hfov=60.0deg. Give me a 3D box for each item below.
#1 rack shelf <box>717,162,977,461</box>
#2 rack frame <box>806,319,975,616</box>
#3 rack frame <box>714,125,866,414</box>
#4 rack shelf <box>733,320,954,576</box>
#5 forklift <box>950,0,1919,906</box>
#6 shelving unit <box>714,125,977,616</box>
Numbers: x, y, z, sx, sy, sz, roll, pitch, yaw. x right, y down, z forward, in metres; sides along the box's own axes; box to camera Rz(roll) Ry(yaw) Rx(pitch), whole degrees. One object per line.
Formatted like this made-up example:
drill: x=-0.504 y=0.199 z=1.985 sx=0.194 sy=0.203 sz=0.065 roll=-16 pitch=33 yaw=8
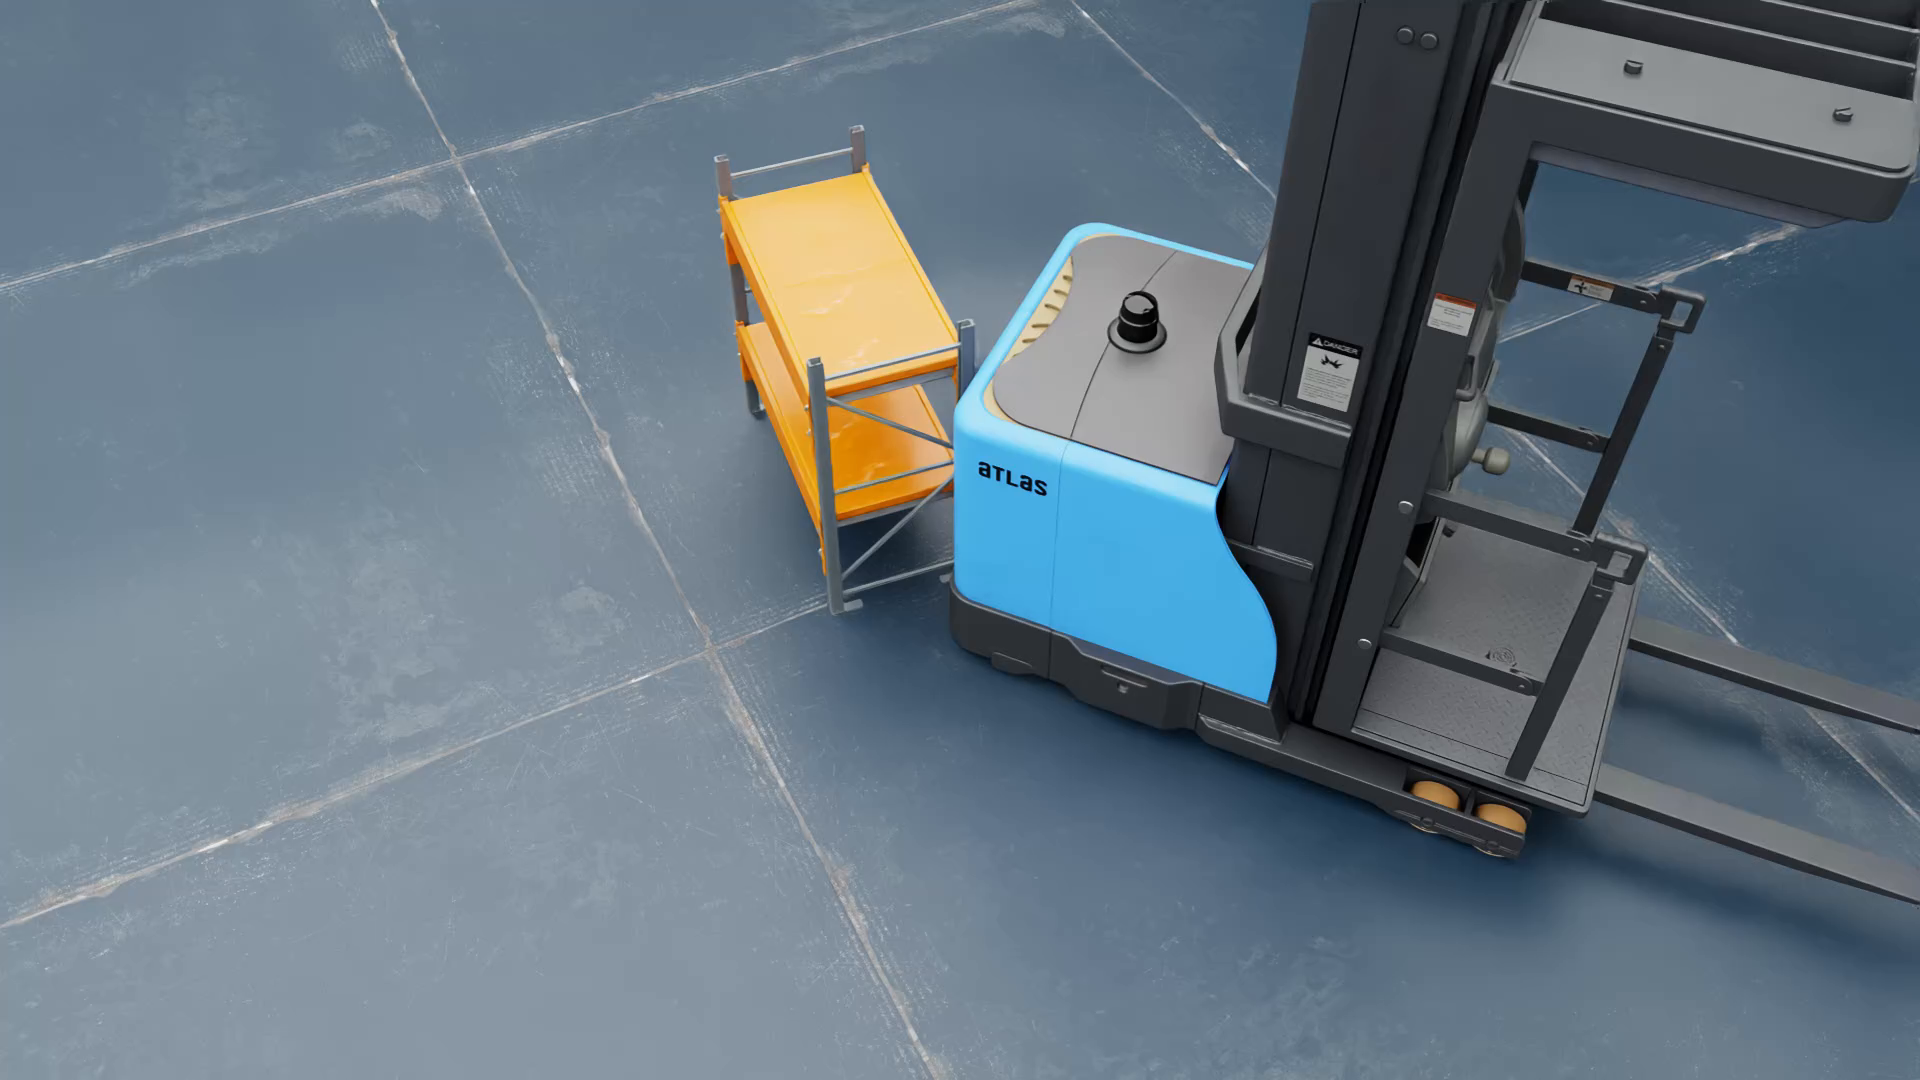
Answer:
rack shelf: x=-0.373 y=-0.747 z=5.267 sx=0.538 sy=0.278 sz=1.000 roll=-16 pitch=51 yaw=-13
rack frame: x=-0.196 y=-0.195 z=5.174 sx=0.500 sy=1.125 sz=0.032 roll=-16 pitch=51 yaw=-13
rack frame: x=-0.550 y=-0.913 z=5.801 sx=0.500 sy=1.125 sz=0.032 roll=-16 pitch=51 yaw=-13
rack shelf: x=-0.373 y=-0.393 z=5.671 sx=0.538 sy=0.278 sz=1.000 roll=-16 pitch=51 yaw=-13
forklift: x=1.530 y=-0.488 z=4.230 sx=3.031 sy=2.935 sz=1.130 roll=19 pitch=51 yaw=16
shelving unit: x=-0.373 y=-0.554 z=5.487 sx=0.538 sy=1.125 sz=1.048 roll=-16 pitch=51 yaw=-13
